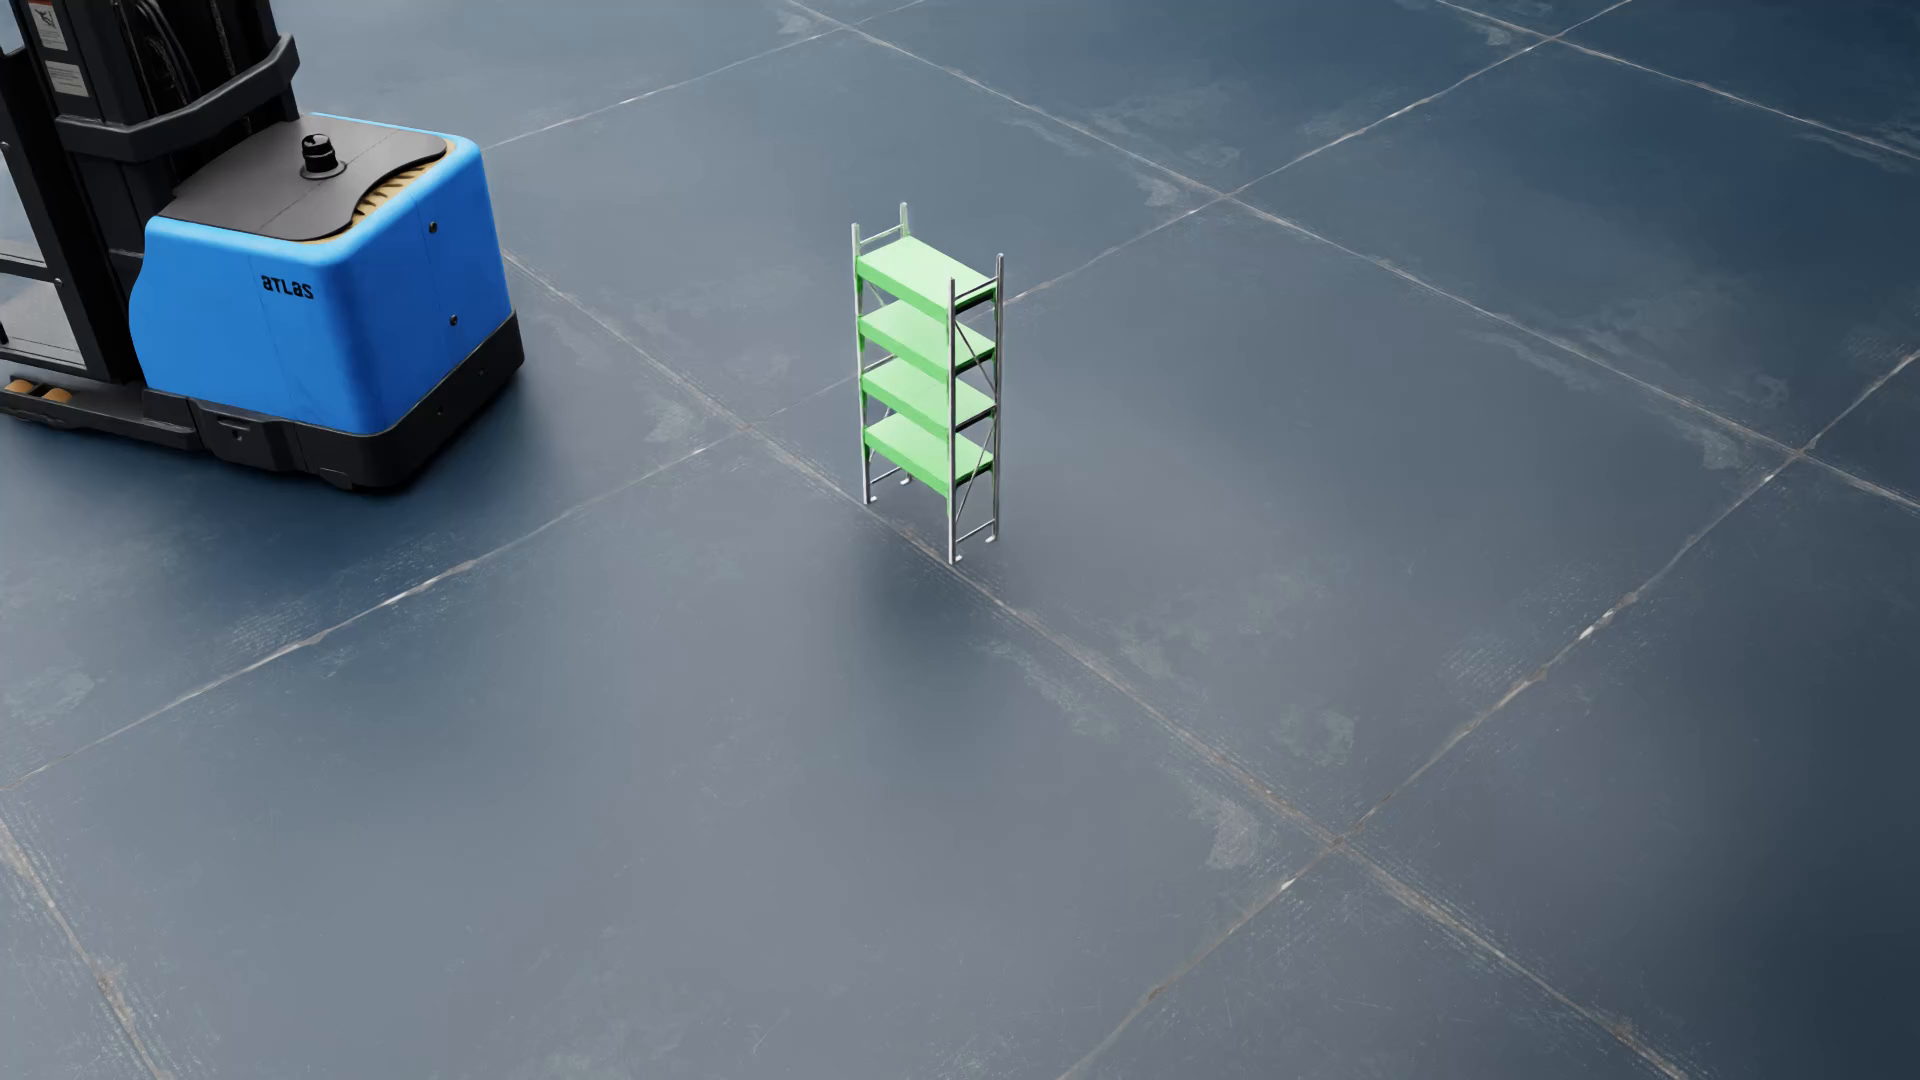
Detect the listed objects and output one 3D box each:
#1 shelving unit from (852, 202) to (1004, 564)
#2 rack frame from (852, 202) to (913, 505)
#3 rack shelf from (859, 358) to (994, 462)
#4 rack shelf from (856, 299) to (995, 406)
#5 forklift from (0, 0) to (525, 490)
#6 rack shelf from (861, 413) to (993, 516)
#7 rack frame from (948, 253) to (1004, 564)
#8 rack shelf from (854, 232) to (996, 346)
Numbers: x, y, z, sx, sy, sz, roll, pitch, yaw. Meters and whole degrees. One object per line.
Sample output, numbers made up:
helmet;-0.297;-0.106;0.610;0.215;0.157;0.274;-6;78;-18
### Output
shelving unit;-0.112;-0.543;5.968;0.258;1.200;0.503;-30;48;-32
rack frame;-0.277;-0.656;6.108;0.240;1.200;0.015;-30;48;-32
rack shelf;-0.112;-0.494;6.008;0.258;0.148;0.480;-30;48;-32
rack shelf;-0.112;-0.680;5.857;0.258;0.148;0.480;-30;48;-32
forklift;-3.428;-1.891;6.258;3.031;2.935;1.130;12;41;15
rack shelf;-0.112;-0.307;6.159;0.258;0.148;0.480;-30;48;-32
rack frame;0.053;-0.430;5.828;0.240;1.200;0.015;-30;48;-32
rack shelf;-0.112;-0.867;5.706;0.258;0.148;0.480;-30;48;-32
